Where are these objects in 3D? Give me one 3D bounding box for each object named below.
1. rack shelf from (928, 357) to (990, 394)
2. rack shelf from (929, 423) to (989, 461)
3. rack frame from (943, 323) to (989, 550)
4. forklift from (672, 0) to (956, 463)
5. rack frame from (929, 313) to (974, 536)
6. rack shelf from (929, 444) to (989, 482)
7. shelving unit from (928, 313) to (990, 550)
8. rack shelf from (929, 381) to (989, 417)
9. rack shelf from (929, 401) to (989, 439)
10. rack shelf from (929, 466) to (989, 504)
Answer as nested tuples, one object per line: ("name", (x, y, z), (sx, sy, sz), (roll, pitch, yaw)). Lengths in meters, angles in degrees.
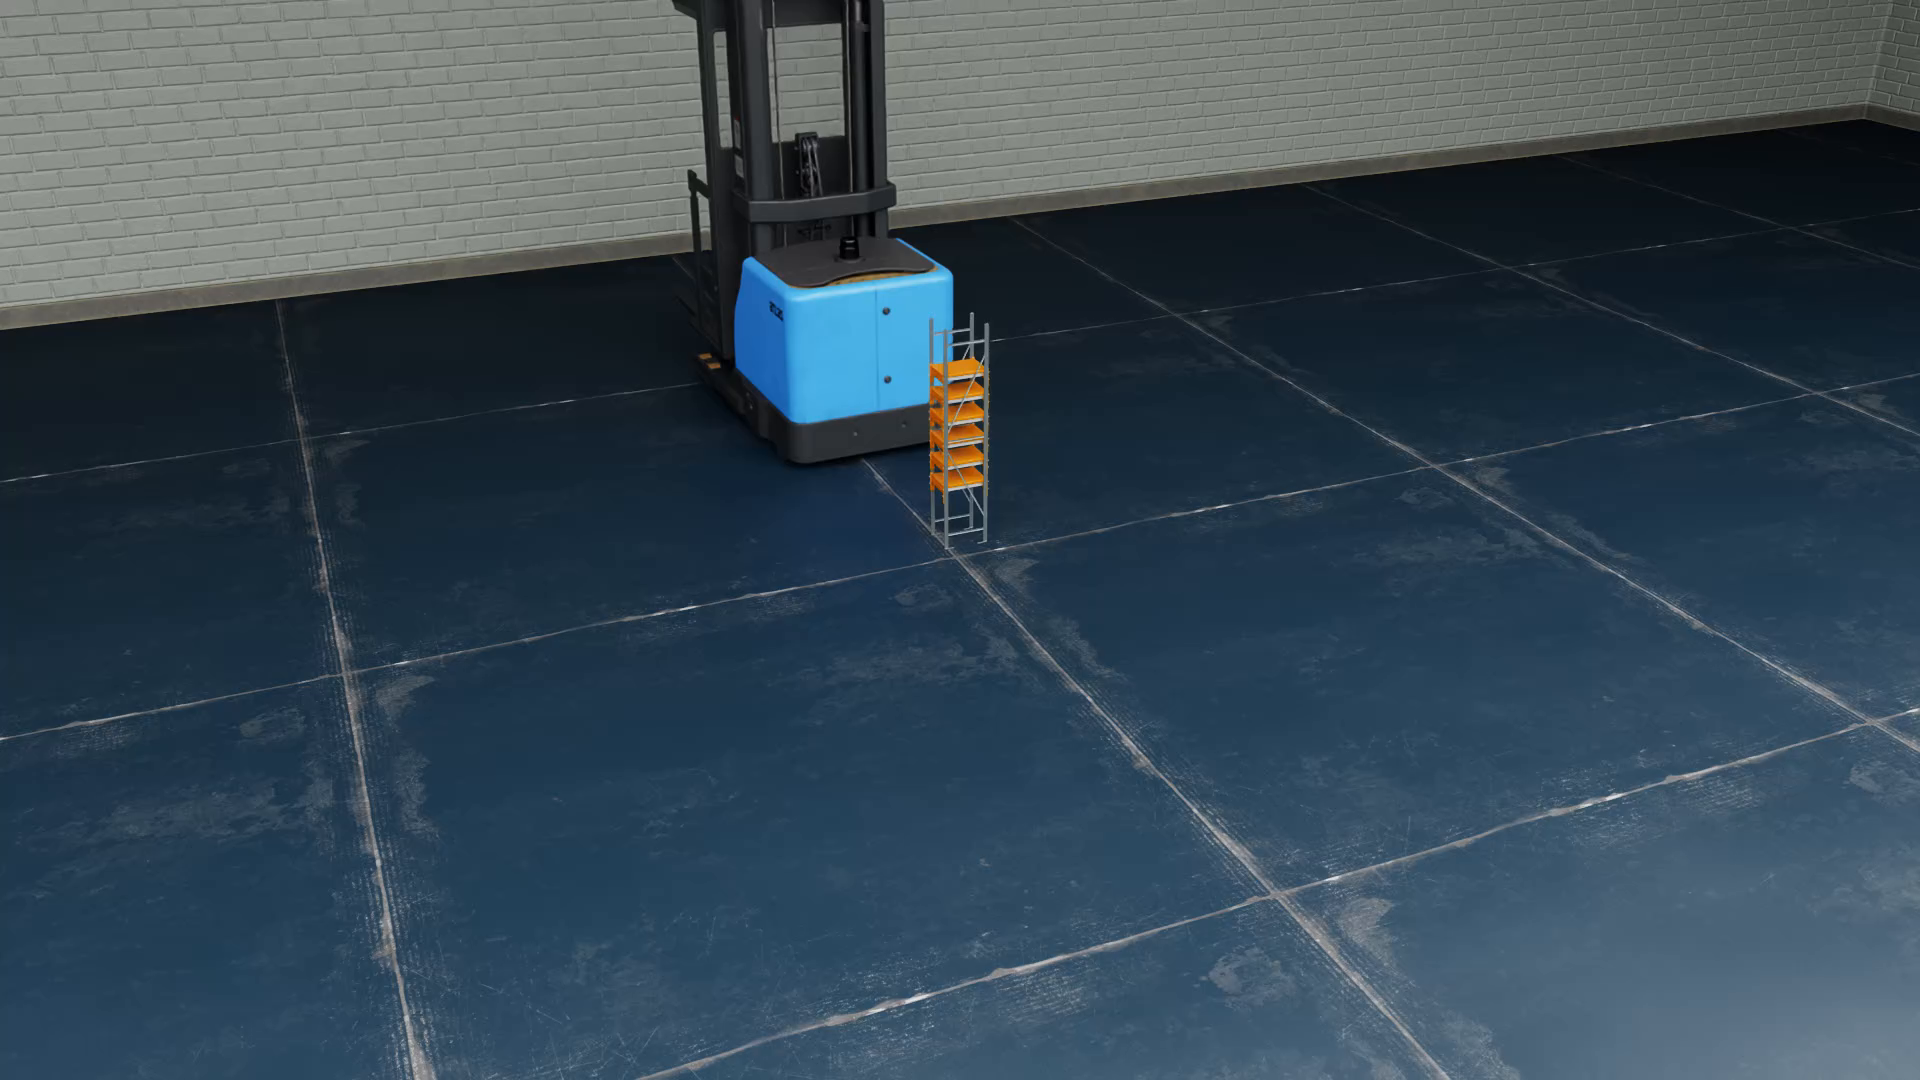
("rack shelf", (-0.006, -0.829, 8.360), (0.258, 0.103, 0.180), (-11, 28, -21))
("rack shelf", (-0.006, -0.505, 8.518), (0.258, 0.103, 0.180), (-11, 28, -21))
("rack frame", (0.030, -0.508, 8.423), (0.240, 1.200, 0.006), (-11, 28, -21))
("forklift", (-1.105, -2.372, 10.268), (1.130, 2.935, 3.031), (-12, 28, -22))
("rack frame", (-0.042, -0.582, 8.574), (0.240, 1.200, 0.006), (-11, 28, -21))
("rack shelf", (-0.006, -0.397, 8.571), (0.258, 0.103, 0.180), (-11, 28, -21))
("shelving unit", (-0.006, -0.545, 8.499), (0.258, 1.200, 0.189), (-11, 28, -21))
("rack shelf", (-0.006, -0.721, 8.413), (0.258, 0.103, 0.180), (-11, 28, -21))
("rack shelf", (-0.006, -0.613, 8.466), (0.258, 0.103, 0.180), (-11, 28, -21))
("rack shelf", (-0.006, -0.289, 8.624), (0.258, 0.103, 0.180), (-11, 28, -21))
